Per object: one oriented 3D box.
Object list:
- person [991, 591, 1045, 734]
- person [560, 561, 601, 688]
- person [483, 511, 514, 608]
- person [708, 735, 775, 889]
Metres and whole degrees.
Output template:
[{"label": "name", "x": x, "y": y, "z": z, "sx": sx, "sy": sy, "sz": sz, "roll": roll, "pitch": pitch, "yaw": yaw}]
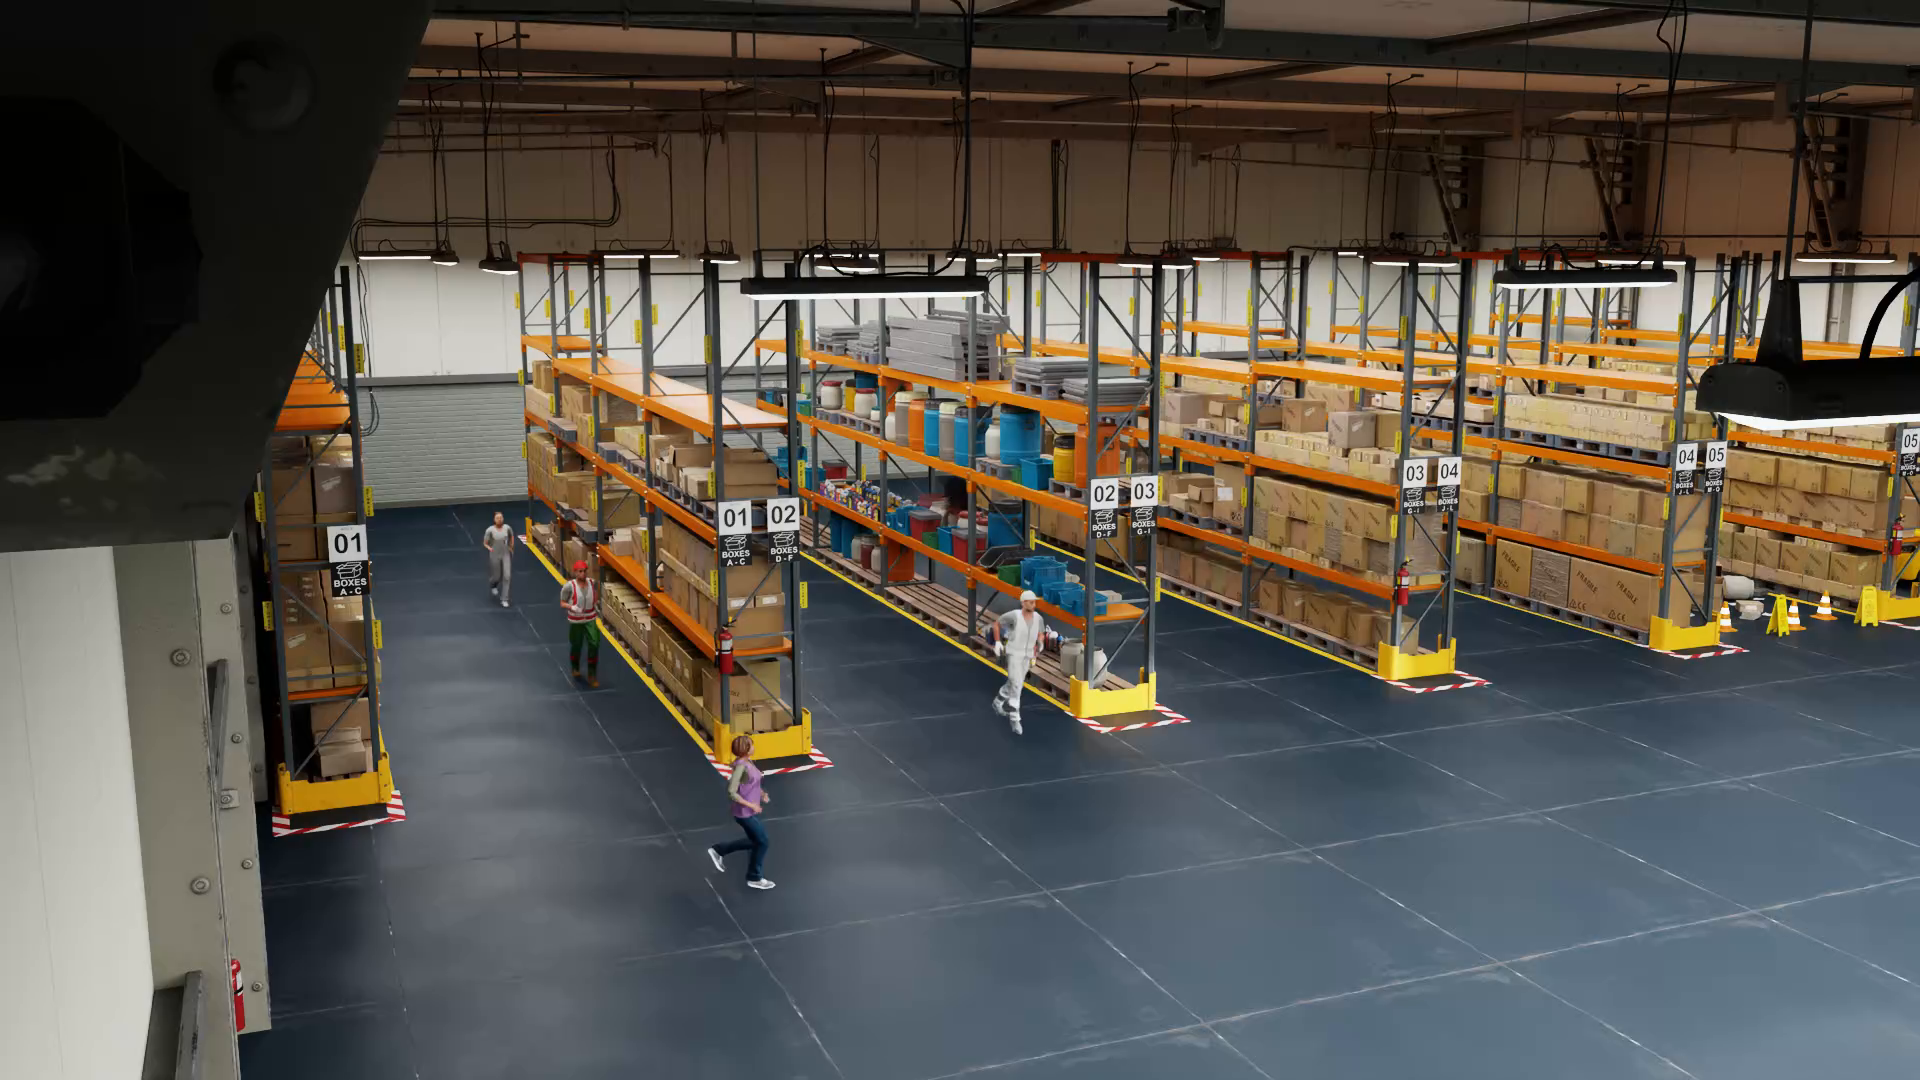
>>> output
[{"label": "person", "x": 0.782, "y": 1.524, "z": 21.679, "sx": 0.713, "sy": 1.766, "sz": 0.916, "roll": -7, "pitch": 12, "yaw": -32}, {"label": "person", "x": -5.380, "y": 1.183, "z": 23.636, "sx": 0.589, "sy": 1.831, "sz": 0.835, "roll": -5, "pitch": 11, "yaw": -23}, {"label": "person", "x": -7.991, "y": 0.295, "z": 28.853, "sx": 0.553, "sy": 1.647, "sz": 0.875, "roll": -5, "pitch": 12, "yaw": -26}, {"label": "person", "x": -2.148, "y": 2.664, "z": 16.215, "sx": 0.650, "sy": 1.573, "sz": 0.541, "roll": -1, "pitch": 10, "yaw": -5}]
